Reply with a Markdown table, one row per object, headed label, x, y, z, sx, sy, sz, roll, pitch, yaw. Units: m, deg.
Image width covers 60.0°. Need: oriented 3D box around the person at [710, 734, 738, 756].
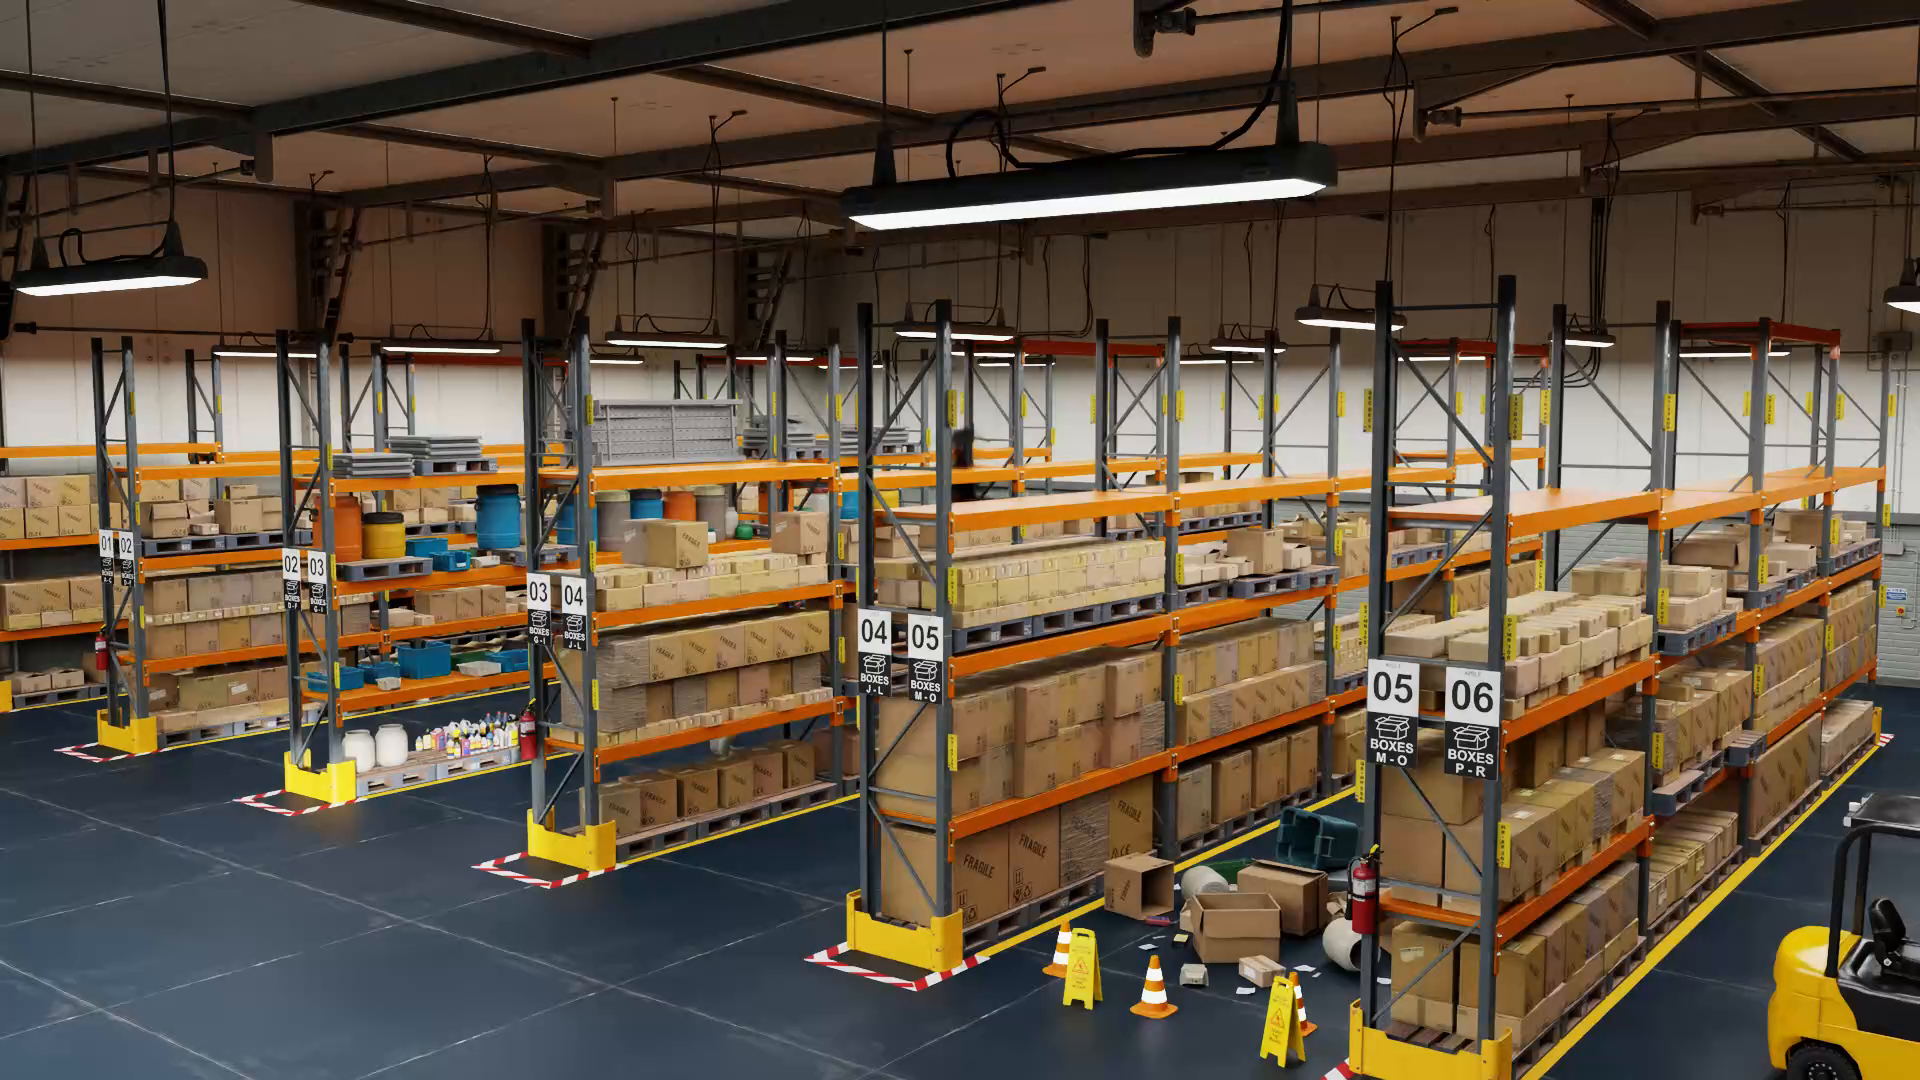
| label | x | y | z | sx | sy | sz | roll | pitch | yaw |
| --- | --- | --- | --- | --- | --- | --- | --- | --- | --- |
| person | -3.148 | 2.420 | 22.456 | 0.598 | 1.613 | 0.610 | 2 | 6 | 26 |
